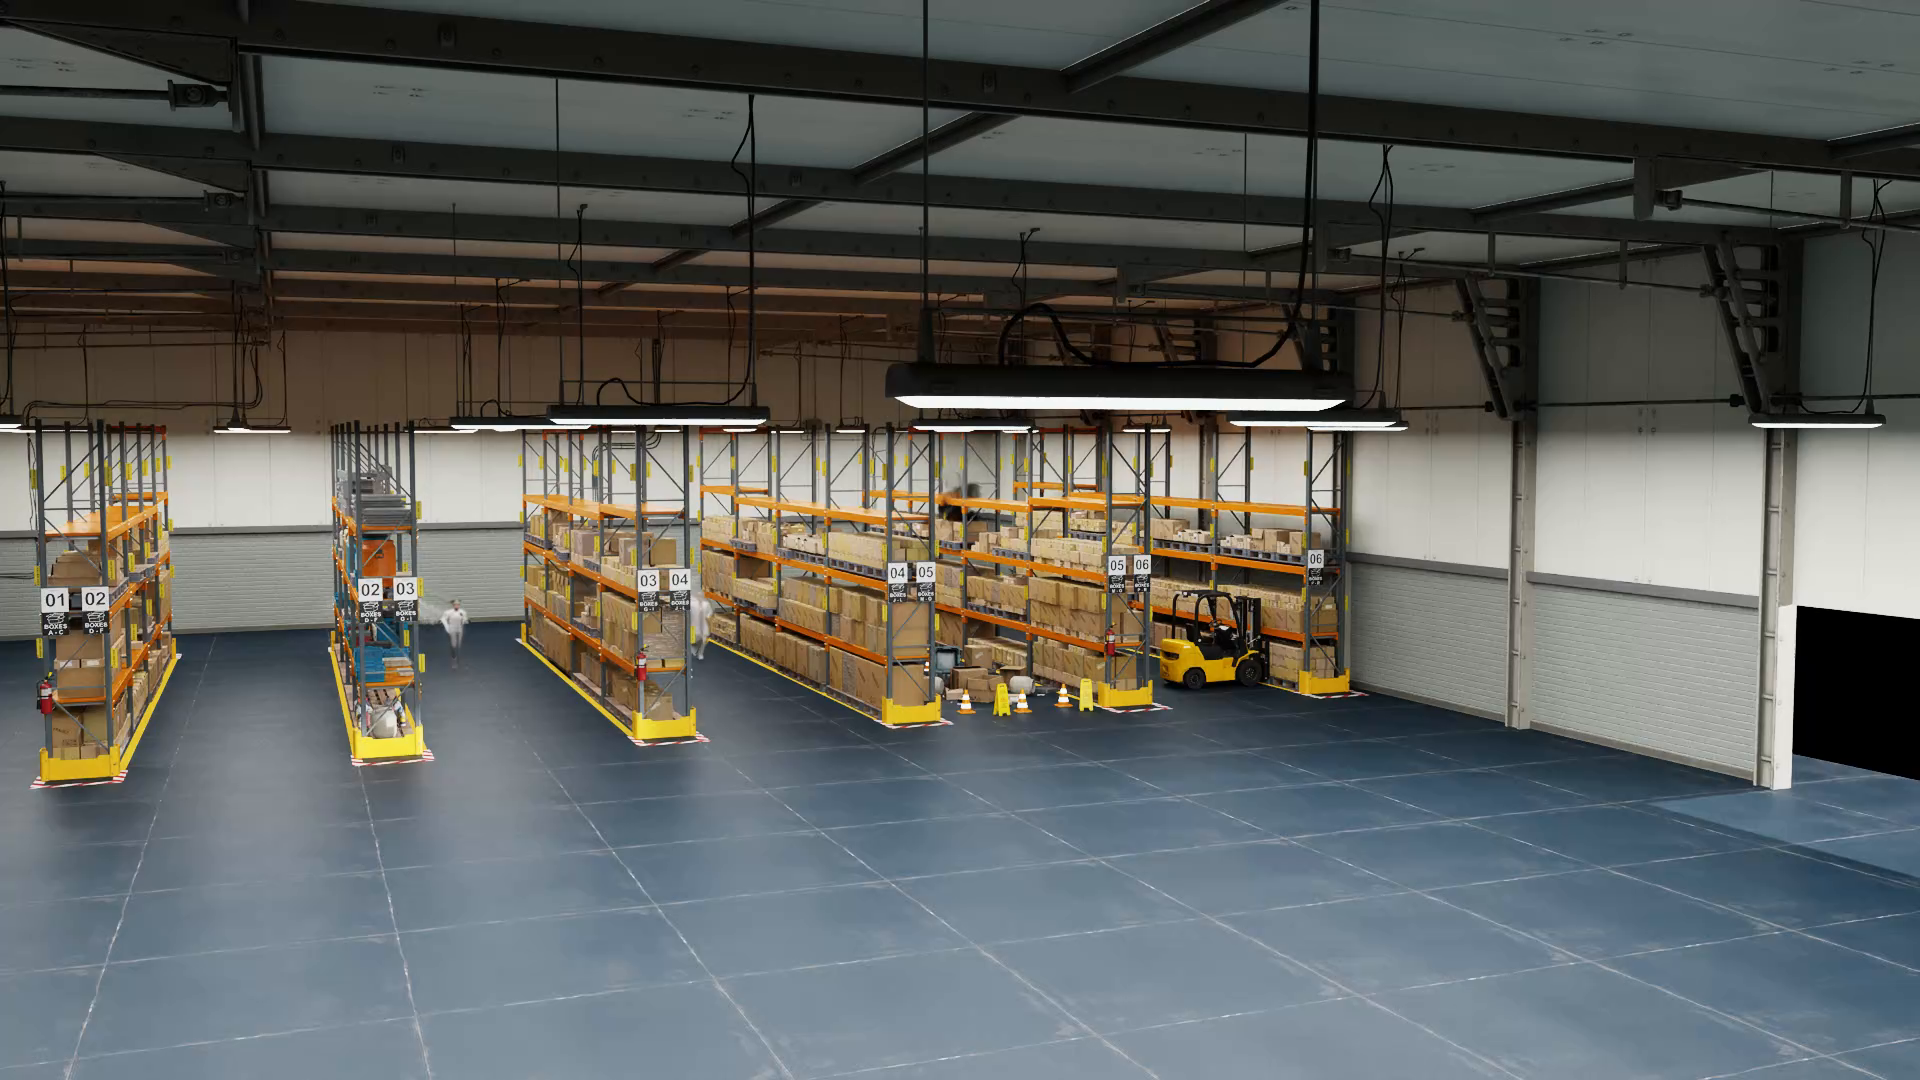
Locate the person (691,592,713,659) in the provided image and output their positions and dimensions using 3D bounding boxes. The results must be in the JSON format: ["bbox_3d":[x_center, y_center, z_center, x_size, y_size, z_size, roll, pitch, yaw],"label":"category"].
[{"bbox_3d":[-6.641,2.195,42.527,0.714,1.730,0.633,-2,4,-23],"label":"person"}]

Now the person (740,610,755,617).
[{"bbox_3d":[-6.380,1.781,49.435,0.739,1.703,0.759,2,4,30],"label":"person"}]

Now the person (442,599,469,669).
[{"bbox_3d":[-12.457,2.318,41.117,0.592,1.753,0.750,-2,4,-32],"label":"person"}]
